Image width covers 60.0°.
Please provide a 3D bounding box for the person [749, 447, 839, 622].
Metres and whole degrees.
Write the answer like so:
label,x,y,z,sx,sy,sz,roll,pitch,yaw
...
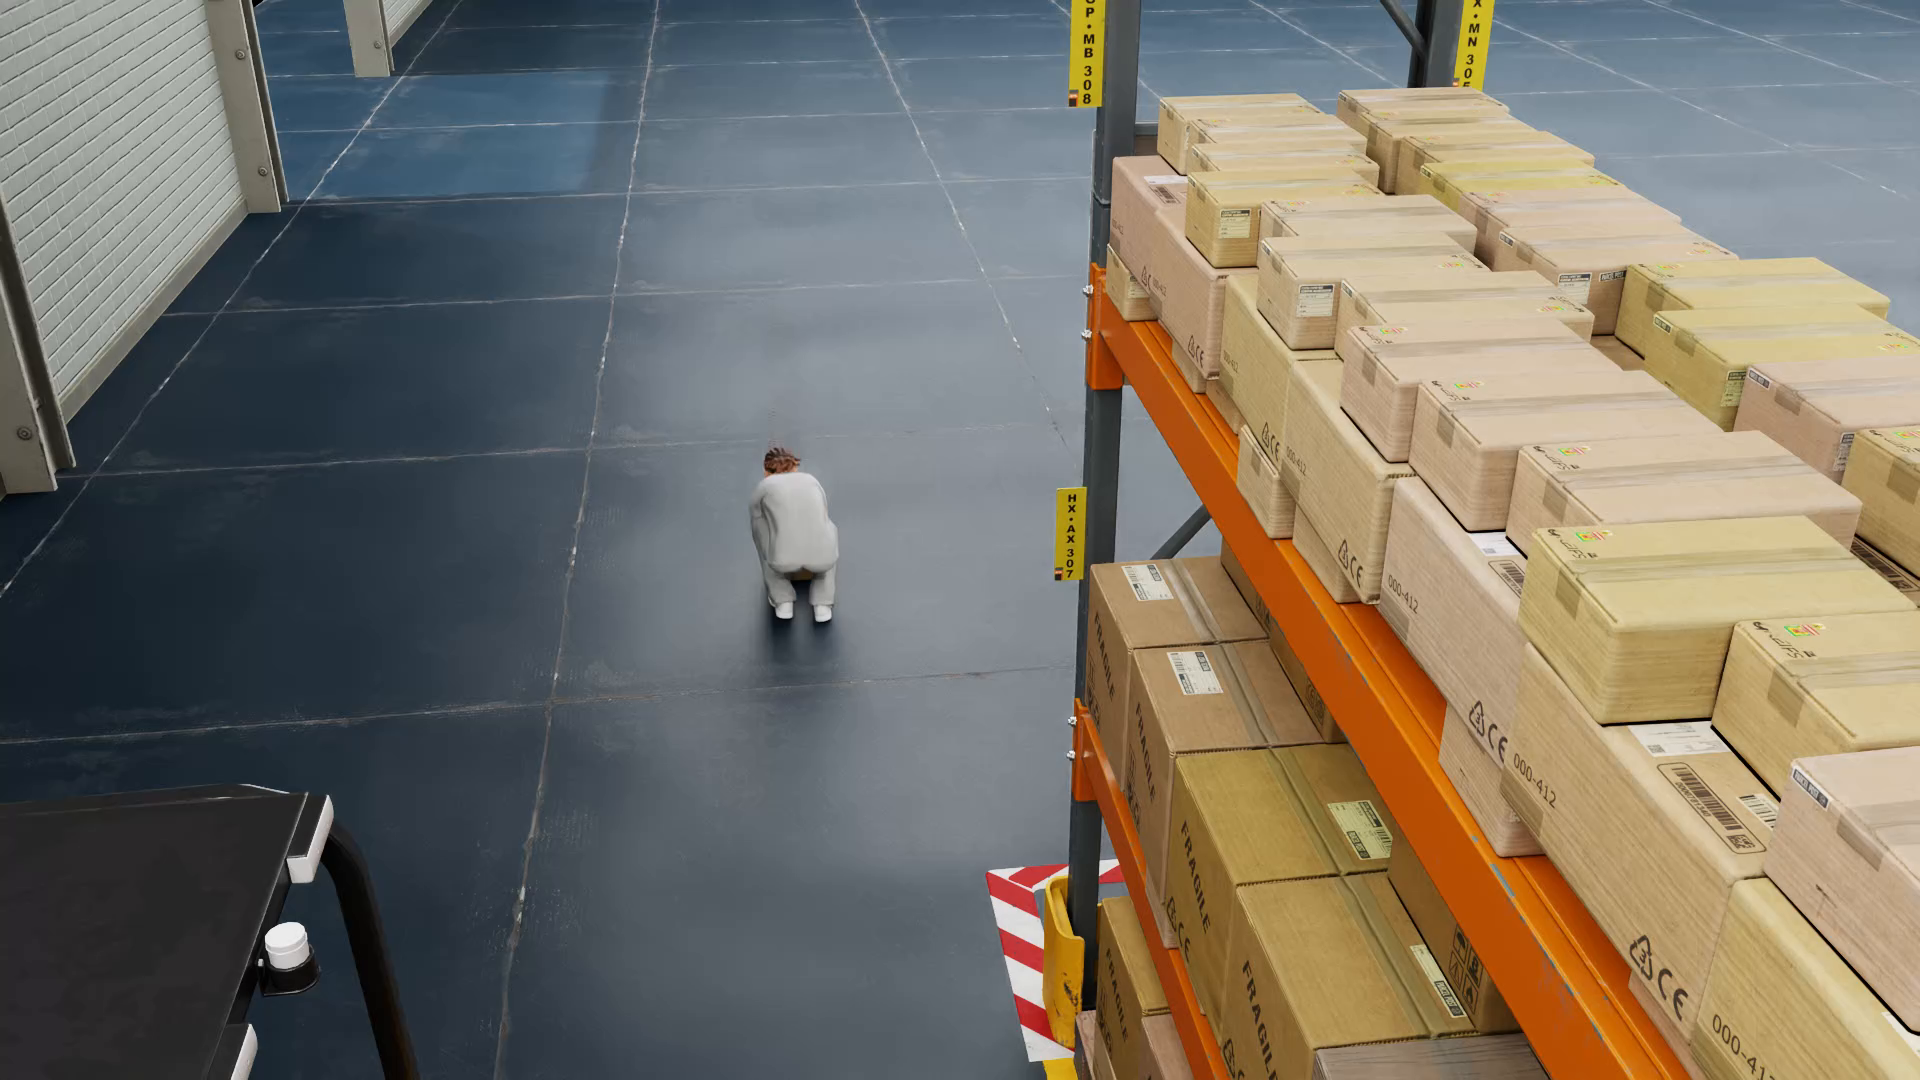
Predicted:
label,x,y,z,sx,sy,sz,roll,pitch,yaw
person,-0.861,-0.005,8.707,0.458,0.810,0.839,-4,28,-8
